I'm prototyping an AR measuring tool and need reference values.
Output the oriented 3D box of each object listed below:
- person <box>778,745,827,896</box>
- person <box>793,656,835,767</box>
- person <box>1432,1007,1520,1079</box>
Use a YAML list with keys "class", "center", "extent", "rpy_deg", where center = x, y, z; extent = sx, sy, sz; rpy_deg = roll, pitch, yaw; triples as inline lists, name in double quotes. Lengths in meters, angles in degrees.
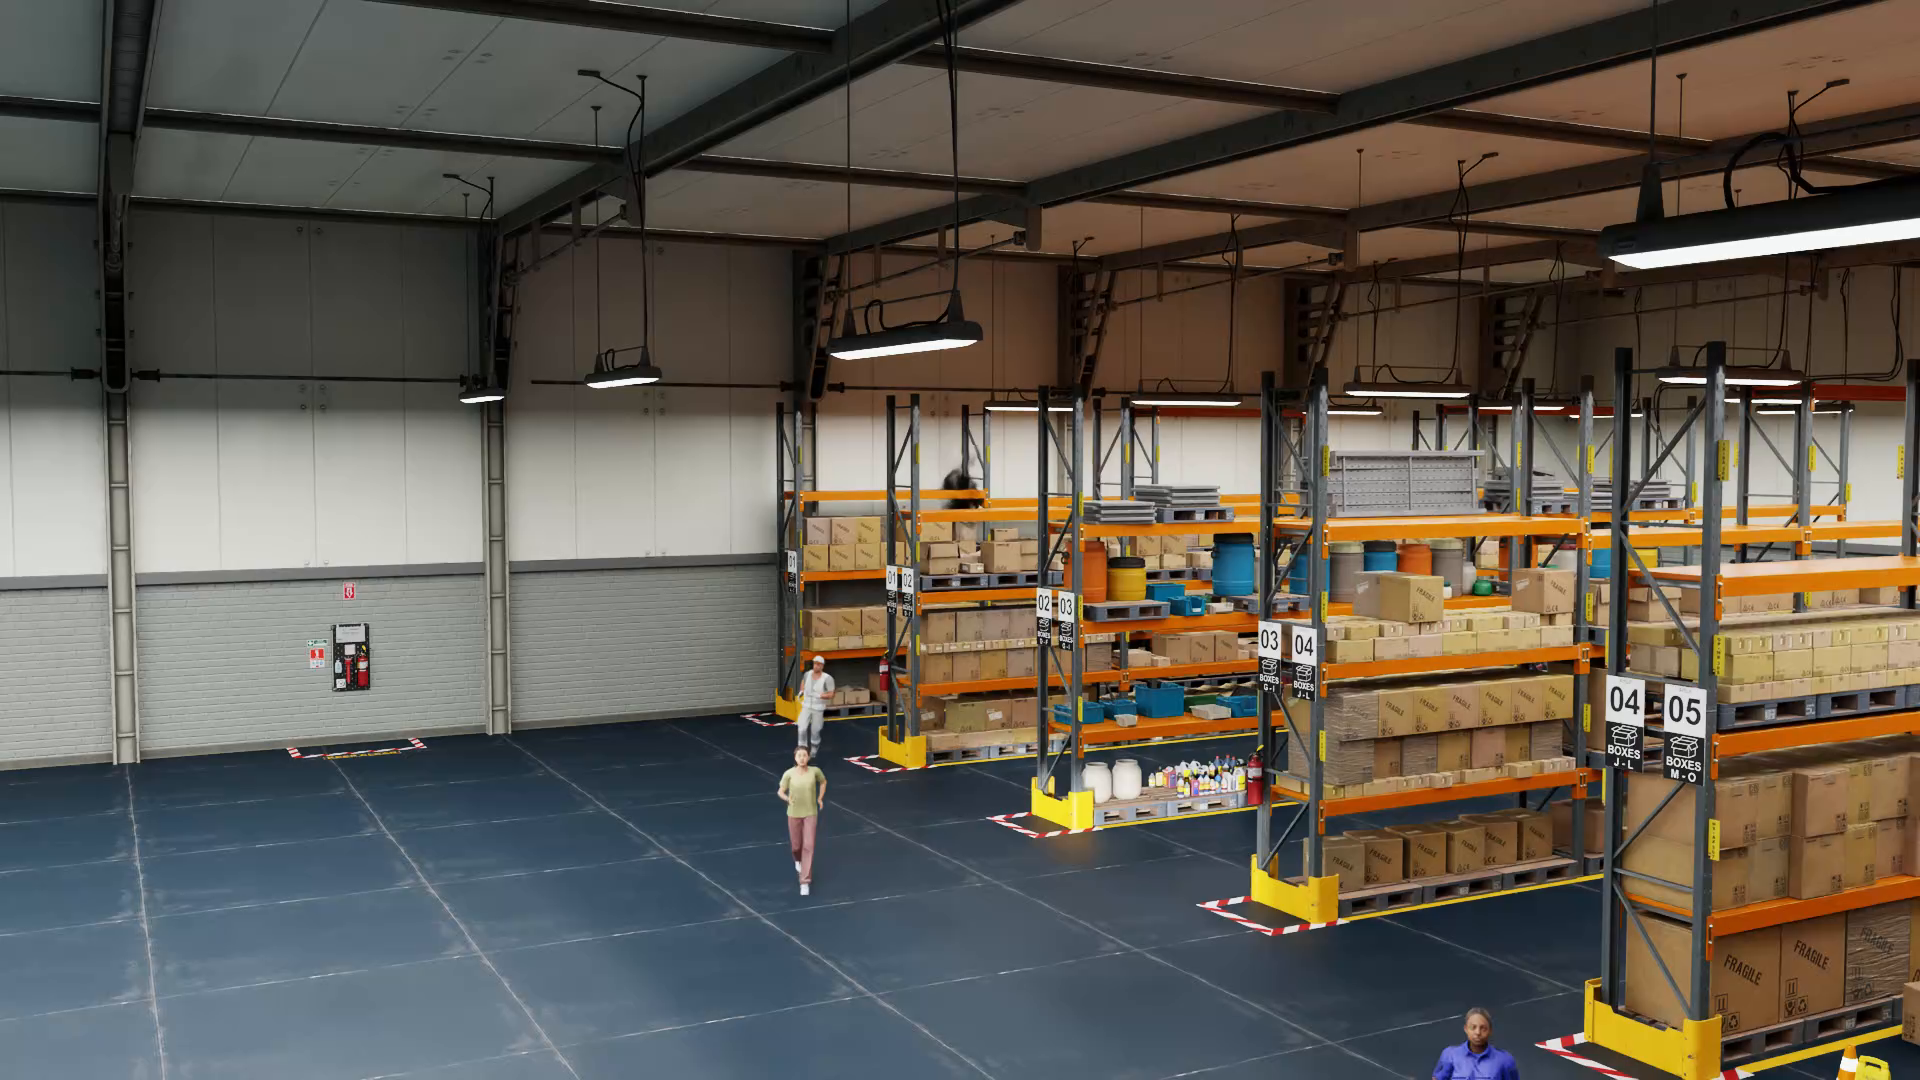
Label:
- class: "person"
  center: [-1.838, 3.229, 19.428]
  extent: [0.578, 1.655, 0.934]
  rpy_deg: [0, 3, -7]
- class: "person"
  center: [-2.306, 2.771, 26.953]
  extent: [0.658, 1.839, 0.753]
  rpy_deg: [1, 3, 13]
- class: "person"
  center: [3.269, 3.760, 10.555]
  extent: [0.576, 1.604, 0.581]
  rpy_deg: [1, 3, 18]
